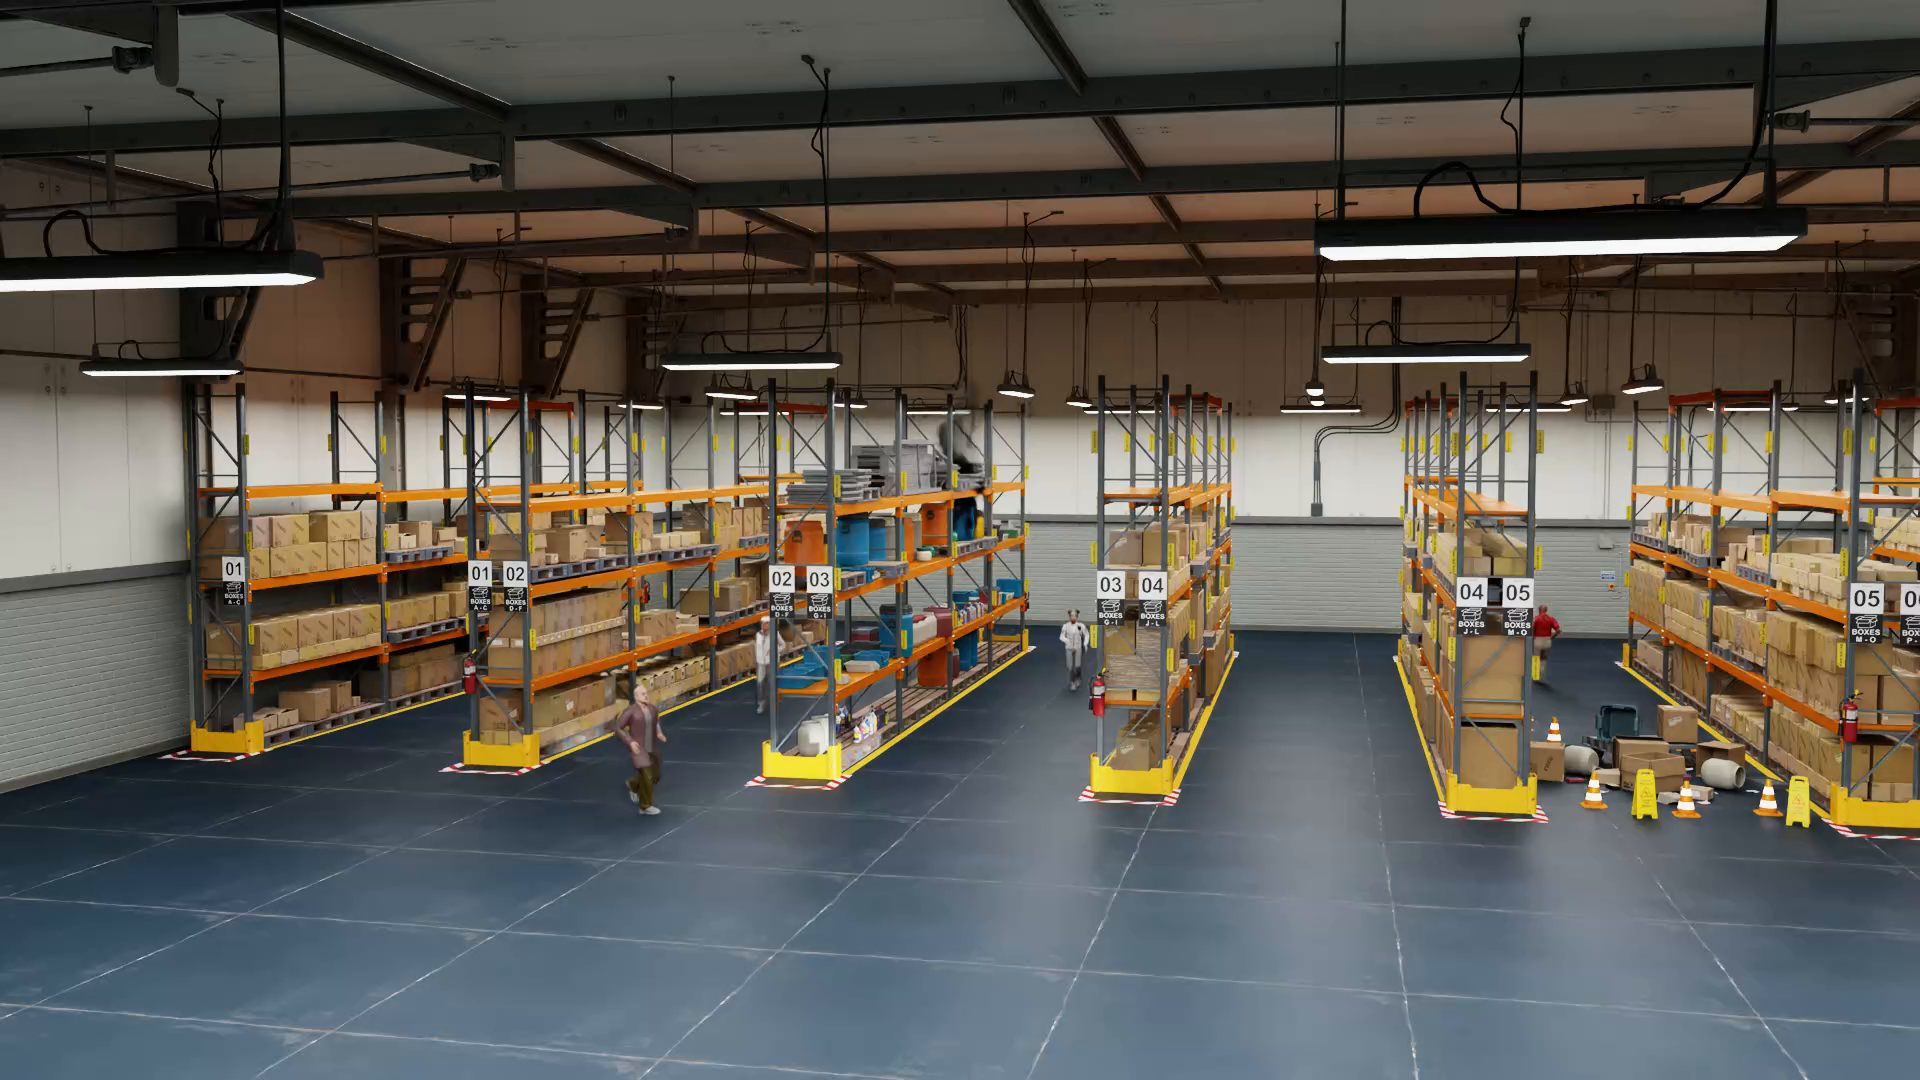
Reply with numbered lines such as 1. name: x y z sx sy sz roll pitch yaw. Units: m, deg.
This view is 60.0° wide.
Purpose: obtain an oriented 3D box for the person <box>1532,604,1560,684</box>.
1. person: 12.158 2.177 34.702 0.667 1.677 0.695 0 3 0

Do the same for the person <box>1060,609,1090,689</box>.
1. person: 2.326 2.230 33.832 0.595 1.660 0.576 0 3 9

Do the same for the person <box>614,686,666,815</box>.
1. person: -4.341 2.841 22.546 0.724 1.735 0.704 3 4 38

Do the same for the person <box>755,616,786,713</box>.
1. person: -3.580 2.338 31.318 0.686 1.836 0.743 1 3 15
